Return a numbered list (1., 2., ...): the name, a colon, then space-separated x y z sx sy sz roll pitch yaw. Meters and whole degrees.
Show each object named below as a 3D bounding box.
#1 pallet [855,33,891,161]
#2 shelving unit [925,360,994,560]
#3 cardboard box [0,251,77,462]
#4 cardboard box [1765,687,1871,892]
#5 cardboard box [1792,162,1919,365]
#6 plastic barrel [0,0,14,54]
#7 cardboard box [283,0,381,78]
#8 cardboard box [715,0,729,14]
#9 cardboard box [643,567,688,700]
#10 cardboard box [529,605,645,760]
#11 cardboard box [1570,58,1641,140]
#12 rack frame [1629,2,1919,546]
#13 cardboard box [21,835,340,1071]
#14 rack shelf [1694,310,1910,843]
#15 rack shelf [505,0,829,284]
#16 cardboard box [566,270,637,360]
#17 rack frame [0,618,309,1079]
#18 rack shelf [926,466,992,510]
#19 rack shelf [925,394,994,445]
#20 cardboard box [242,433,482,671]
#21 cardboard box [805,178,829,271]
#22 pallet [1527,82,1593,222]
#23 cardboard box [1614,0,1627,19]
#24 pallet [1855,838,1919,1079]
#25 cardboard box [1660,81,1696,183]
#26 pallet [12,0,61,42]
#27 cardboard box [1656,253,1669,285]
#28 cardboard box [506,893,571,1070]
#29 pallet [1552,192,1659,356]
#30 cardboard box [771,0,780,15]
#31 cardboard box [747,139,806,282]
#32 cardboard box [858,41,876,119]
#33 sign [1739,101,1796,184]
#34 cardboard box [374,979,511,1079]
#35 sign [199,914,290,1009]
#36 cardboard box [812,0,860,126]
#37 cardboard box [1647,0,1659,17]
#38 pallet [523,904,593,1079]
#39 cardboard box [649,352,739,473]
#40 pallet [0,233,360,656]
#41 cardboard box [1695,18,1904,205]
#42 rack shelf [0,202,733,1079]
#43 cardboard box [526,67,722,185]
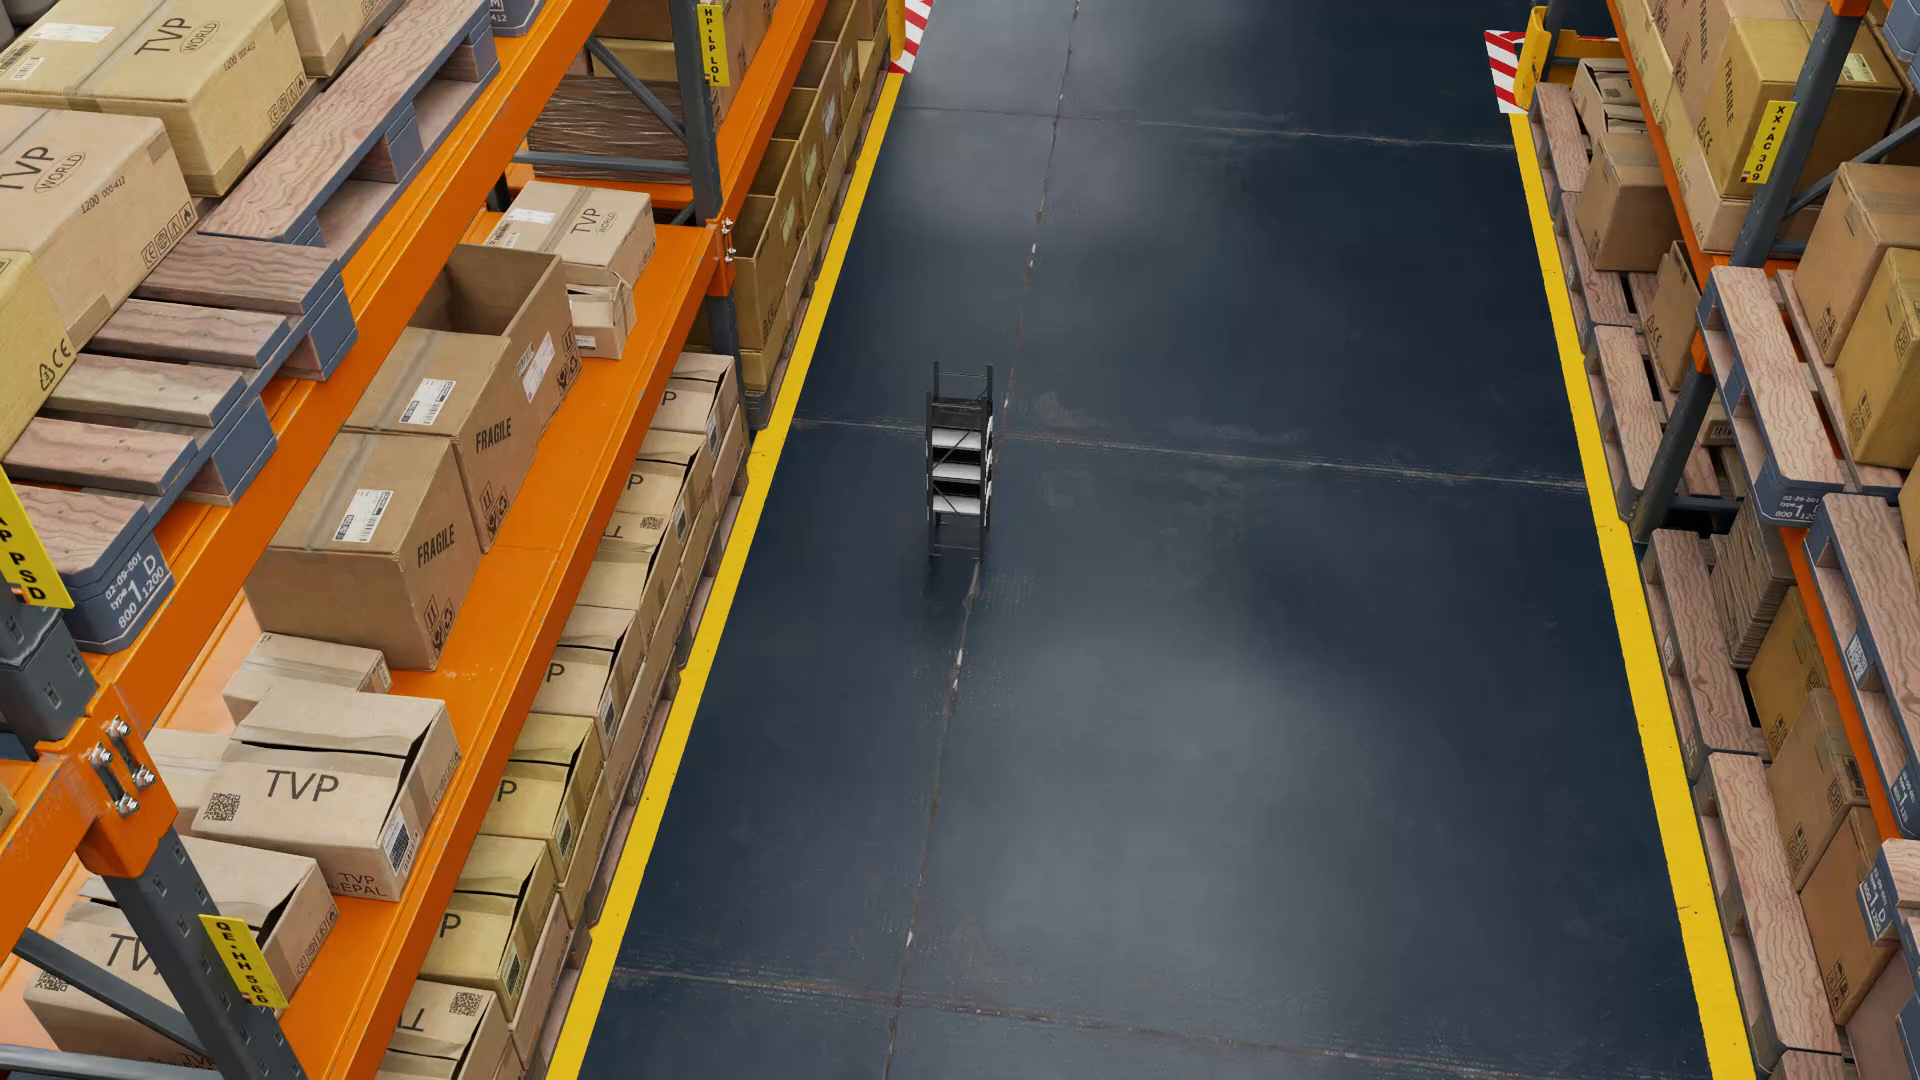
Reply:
1. pallet: -1.002 -2.702 9.973 1.003 0.211 1.213 5 44 6
2. shelving unit: -0.001 -0.321 6.957 0.258 0.900 0.210 5 44 6
3. cardboard box: -1.996 -0.289 3.018 0.500 0.250 0.500 2 43 2
4. cardboard box: 3.232 0.886 5.653 0.700 0.500 0.500 6 44 6
5. cardboard box: 3.338 -0.918 5.668 0.700 0.500 0.500 5 44 6
6. plastic barrel: -5.930 -3.145 9.916 0.421 0.512 0.421 0 43 0
7. cardboard box: -1.785 -1.404 4.195 0.500 0.250 0.500 2 43 2
8. cardboard box: -1.179 -2.298 6.973 0.380 0.149 0.250 4 44 4
9. cardboard box: -1.375 0.334 6.432 0.500 0.250 0.500 6 44 6
10. cardboard box: -1.442 0.468 5.883 0.500 0.311 0.500 5 44 5
11. cardboard box: 3.787 -2.512 9.379 0.500 0.311 0.500 1 43 1
12. rack frame: 3.439 -1.066 6.216 1.000 3.000 0.127 5 44 6
13. cardboard box: -1.909 1.001 4.098 0.500 0.311 0.500 8 44 8
14. rack shelf: 3.175 0.558 5.024 1.077 0.370 4.000 5 44 6
15. rack shelf: -1.207 -2.616 8.376 1.077 0.370 4.000 5 44 6
16. cardboard box: -1.406 -0.849 6.085 0.396 0.266 0.258 4 44 4
17. rack frame: -2.001 1.212 3.810 1.000 3.000 0.127 5 44 6
18. rack shelf: -0.001 -0.232 7.042 0.258 0.077 0.200 5 44 6
19. rack shelf: -0.001 -0.493 6.794 0.258 0.077 0.200 5 44 6
20. cardboard box: -1.795 0.031 4.985 0.500 0.500 0.500 3 44 3
21. cardboard box: -0.968 -1.637 8.514 0.500 0.250 0.500 5 44 6
22. pallet: 3.815 -2.177 9.418 1.003 0.211 1.213 5 44 6
23. cardboard box: 3.461 -2.739 8.078 0.500 0.250 0.500 5 44 5
24. pallet: 2.899 1.234 3.926 1.213 0.211 1.003 5 44 6
25. cardboard box: 3.275 -1.708 6.989 0.500 0.250 0.500 5 44 6
26. pallet: -5.928 -3.071 10.362 1.003 0.211 1.213 5 44 6
27. cardboard box: 3.670 -1.279 8.195 0.380 0.149 0.250 2 43 2
28. cardboard box: -1.575 1.385 5.322 0.500 0.250 0.500 4 44 4
29. pallet: 3.652 -1.348 8.543 1.003 0.211 1.213 5 44 6
30. cardboard box: -1.219 -2.904 8.085 0.700 0.500 0.500 6 44 7
31. cardboard box: -1.042 -1.569 7.897 0.500 0.500 0.500 5 44 6
32. cardboard box: -0.775 -2.660 9.594 0.500 0.250 0.500 5 44 6
33. sign: 2.900 -1.425 5.965 0.100 0.325 0.005 5 44 6
34. cardboard box: -1.640 1.524 4.767 0.500 0.311 0.500 7 44 7
35. sign: -1.461 0.863 3.394 0.100 0.325 0.005 5 44 6
36. cardboard box: -0.837 -2.591 8.976 0.500 0.500 0.500 5 44 6
37. cardboard box: 3.401 -2.679 7.469 0.500 0.500 0.500 6 44 7
38. pallet: -1.853 1.667 5.358 1.003 0.211 1.213 5 44 6
39. cardboard box: -1.241 -0.569 6.978 0.500 0.311 0.500 5 44 6
40. pallet: -1.999 -0.279 3.341 1.213 0.211 1.003 7 44 7
41. cardboard box: 3.195 -1.641 6.373 0.500 0.500 0.500 5 44 5
42. rack shelf: -1.736 0.110 5.497 1.077 0.370 4.000 5 44 6
43. cardboard box: -1.419 -1.853 6.975 0.700 0.500 0.500 4 44 4
